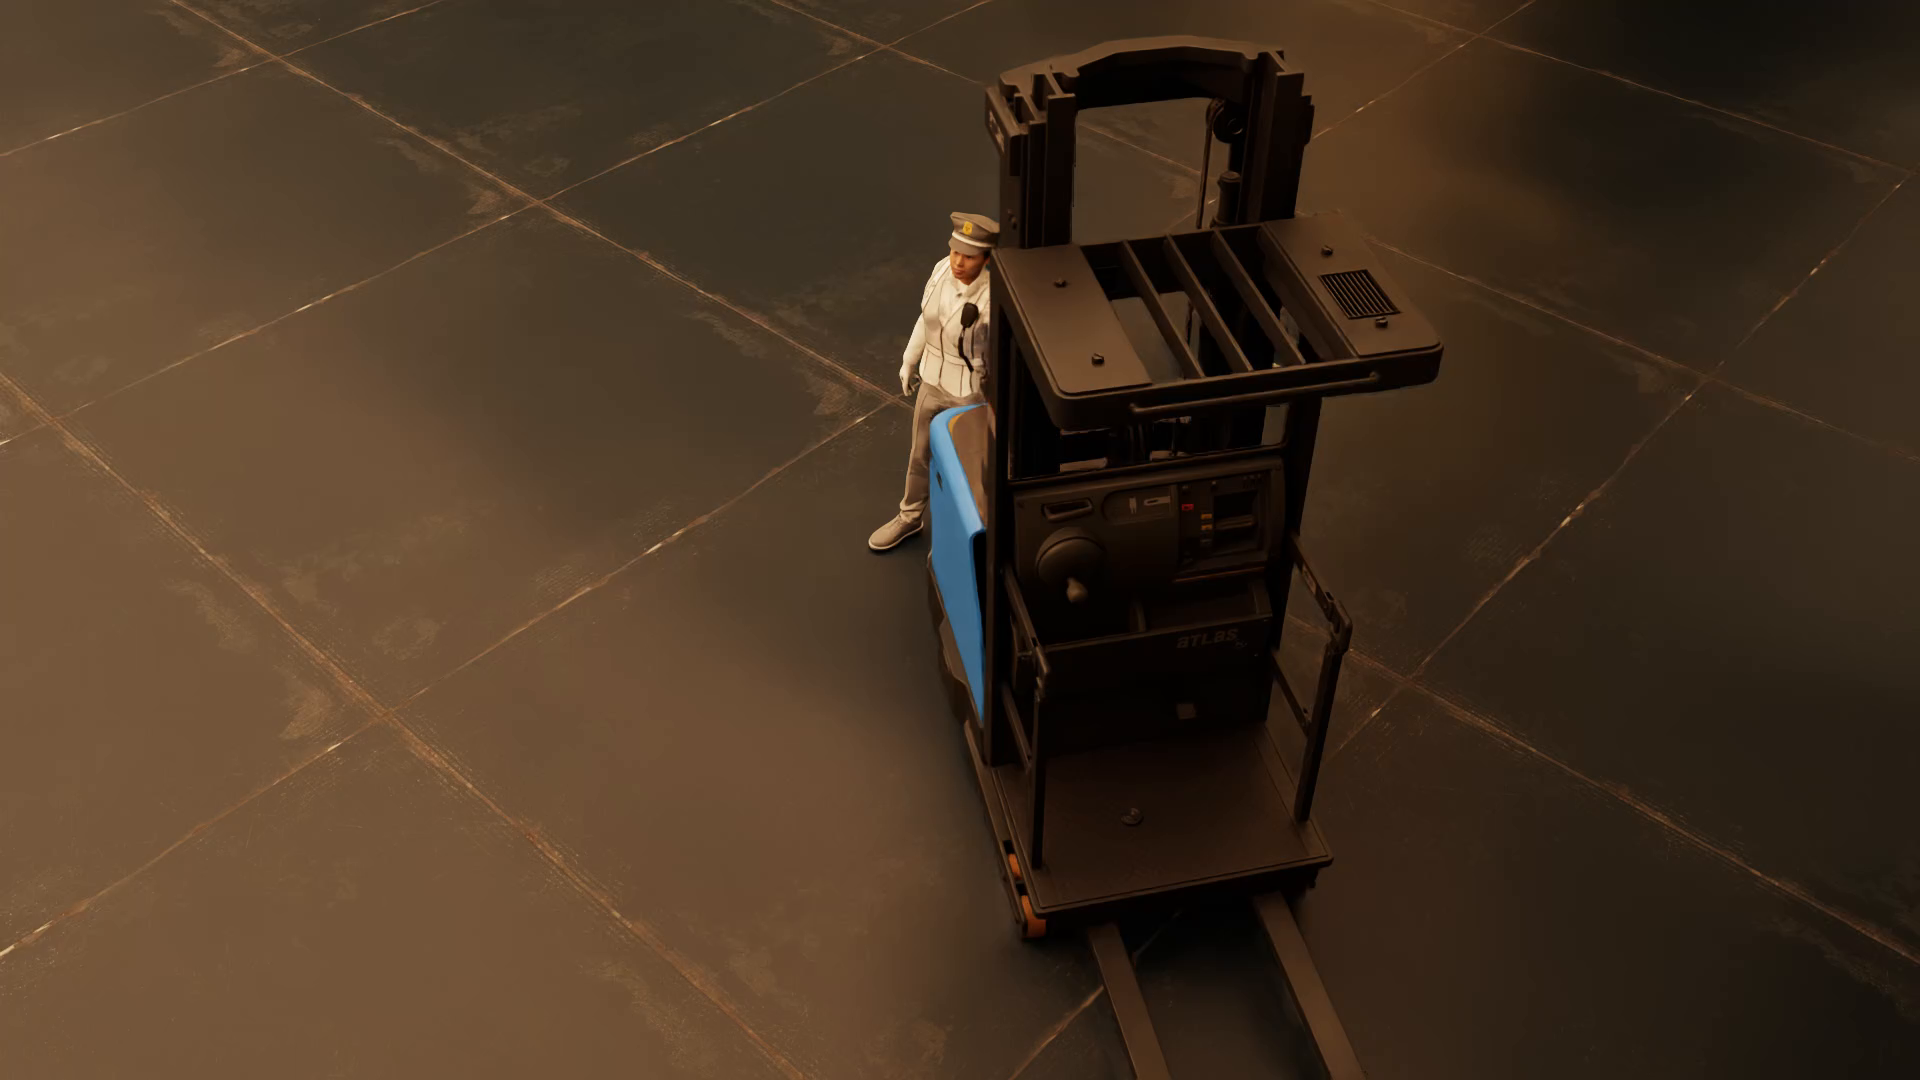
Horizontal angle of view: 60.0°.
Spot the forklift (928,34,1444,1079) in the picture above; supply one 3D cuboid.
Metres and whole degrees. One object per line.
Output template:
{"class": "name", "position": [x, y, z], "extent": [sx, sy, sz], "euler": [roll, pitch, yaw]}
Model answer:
{"class": "forklift", "position": [0.683, 0.051, 5.369], "extent": [1.130, 2.935, 3.031], "euler": [-8, 41, -10]}

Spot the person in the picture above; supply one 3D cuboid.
{"class": "person", "position": [-0.052, -0.619, 7.088], "extent": [0.586, 1.694, 0.530], "euler": [31, 49, 31]}
